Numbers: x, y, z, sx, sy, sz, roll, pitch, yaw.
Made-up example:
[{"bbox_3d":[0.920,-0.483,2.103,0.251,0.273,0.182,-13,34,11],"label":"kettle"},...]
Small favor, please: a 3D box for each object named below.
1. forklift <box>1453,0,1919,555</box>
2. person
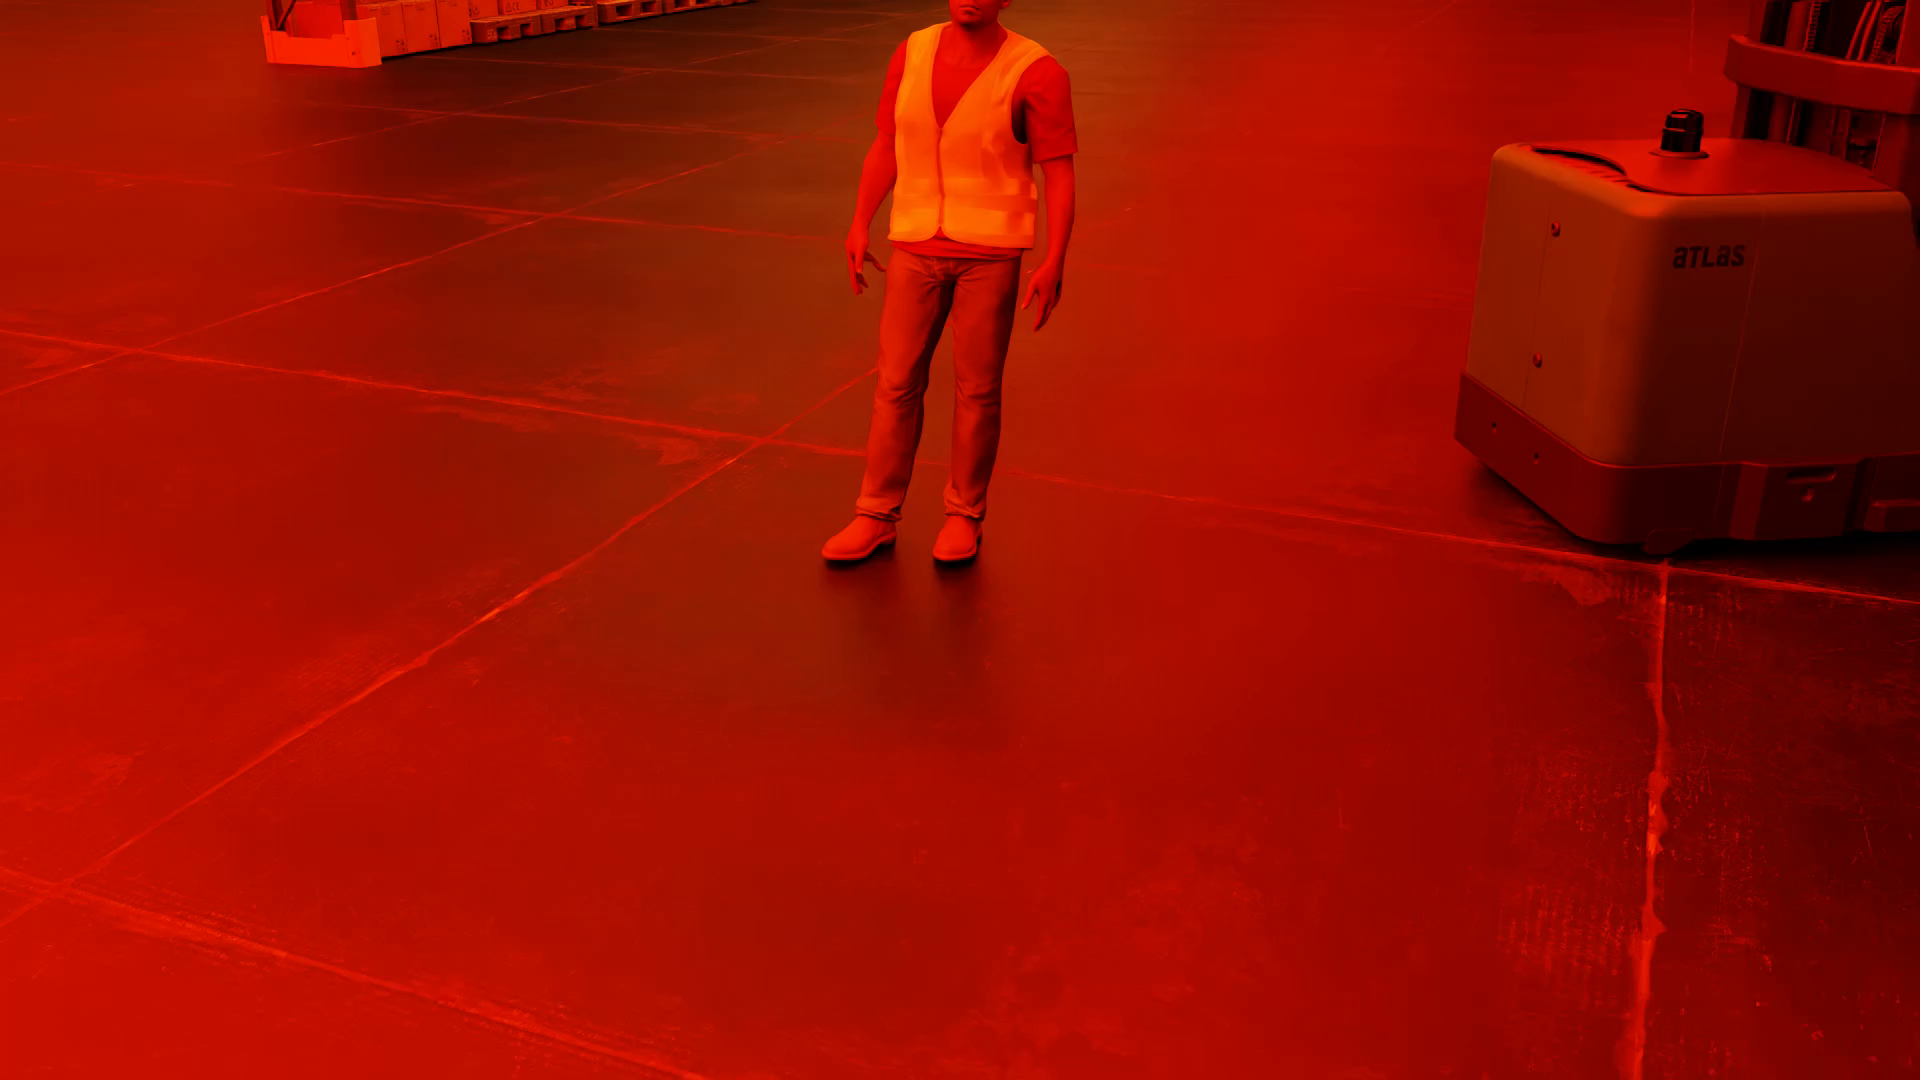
[{"bbox_3d":[3.265,-1.549,4.998,3.031,2.935,1.130,-3,23,-7],"label":"forklift"},{"bbox_3d":[-0.032,-0.798,4.693,0.666,1.765,0.577,9,24,21],"label":"person"}]
